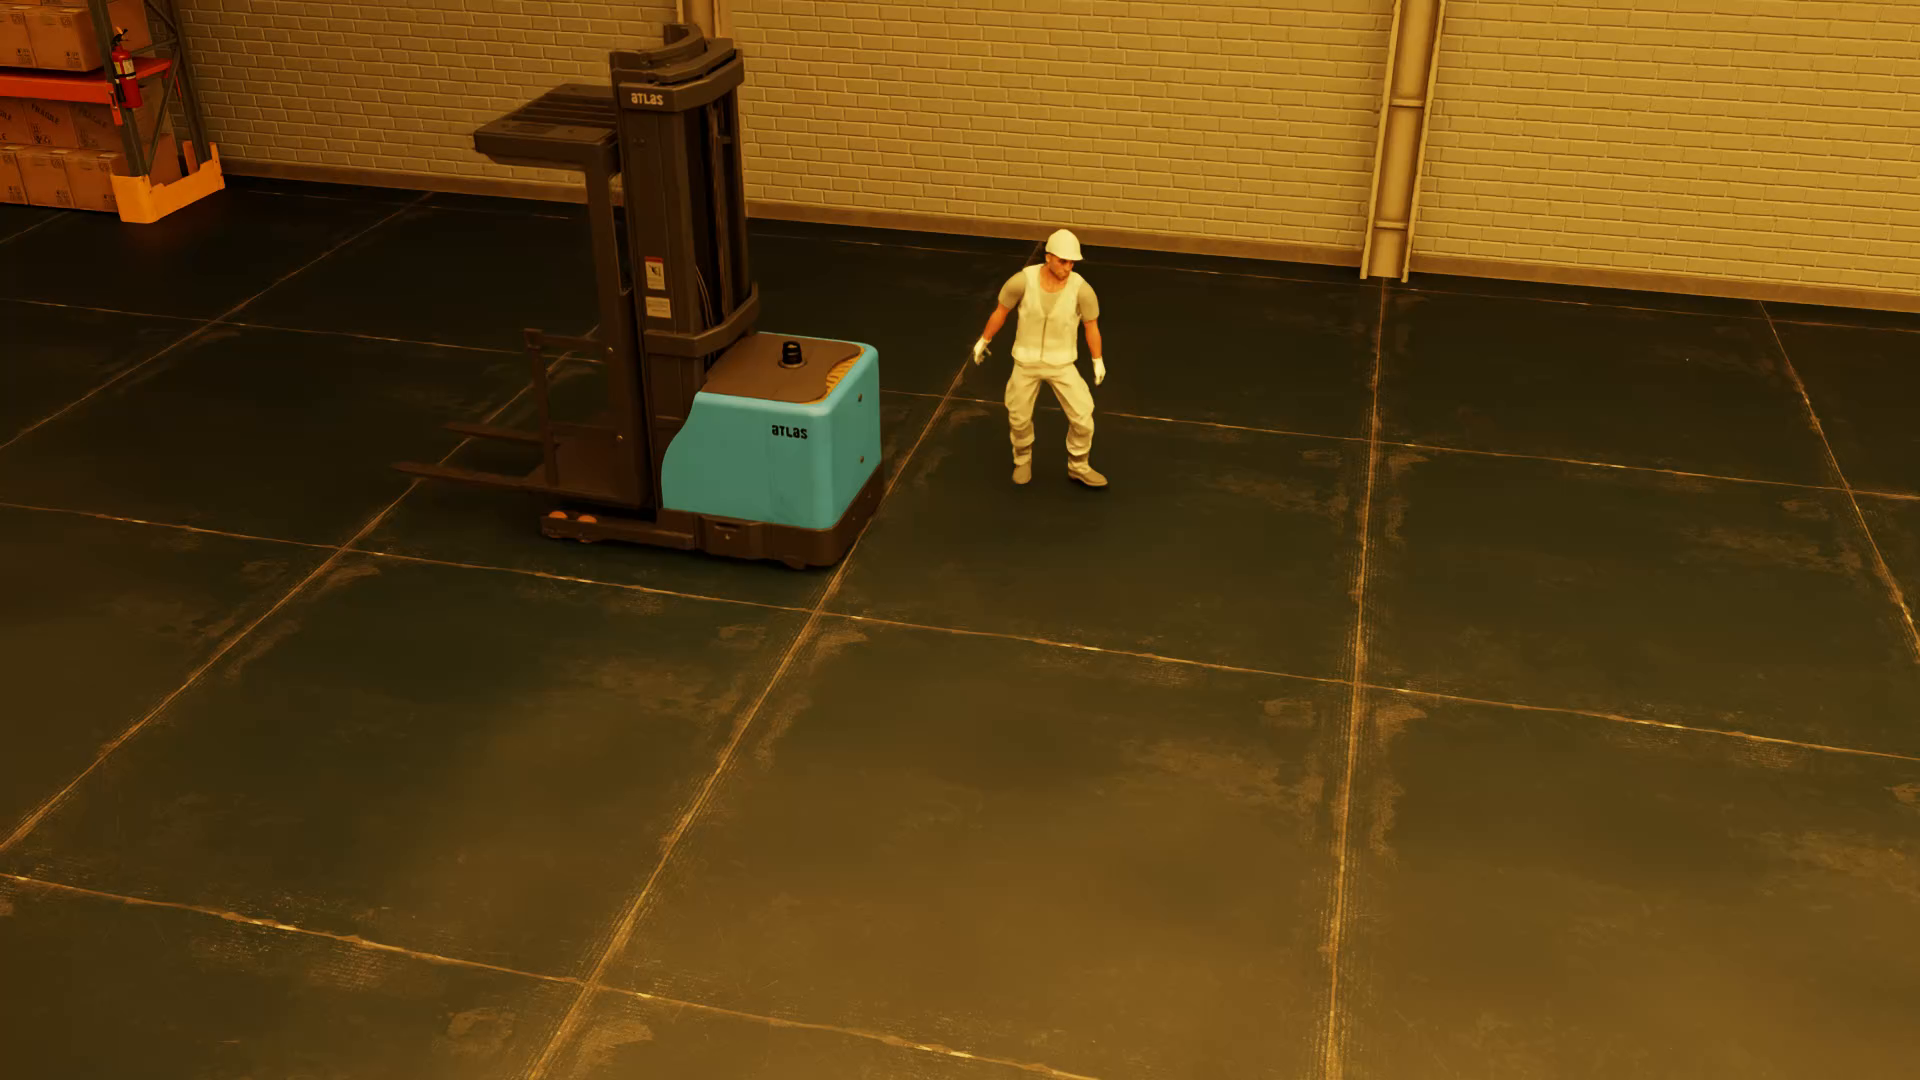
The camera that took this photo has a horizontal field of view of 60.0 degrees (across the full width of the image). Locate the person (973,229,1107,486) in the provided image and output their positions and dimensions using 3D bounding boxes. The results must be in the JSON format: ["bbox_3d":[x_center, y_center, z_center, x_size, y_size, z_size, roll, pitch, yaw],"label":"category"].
[{"bbox_3d":[0.516,-1.123,10.389,0.891,1.757,0.489,5,30,8],"label":"person"}]

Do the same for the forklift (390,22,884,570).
[{"bbox_3d":[-2.055,-1.497,9.813,3.031,2.935,1.130,8,30,14],"label":"forklift"}]
